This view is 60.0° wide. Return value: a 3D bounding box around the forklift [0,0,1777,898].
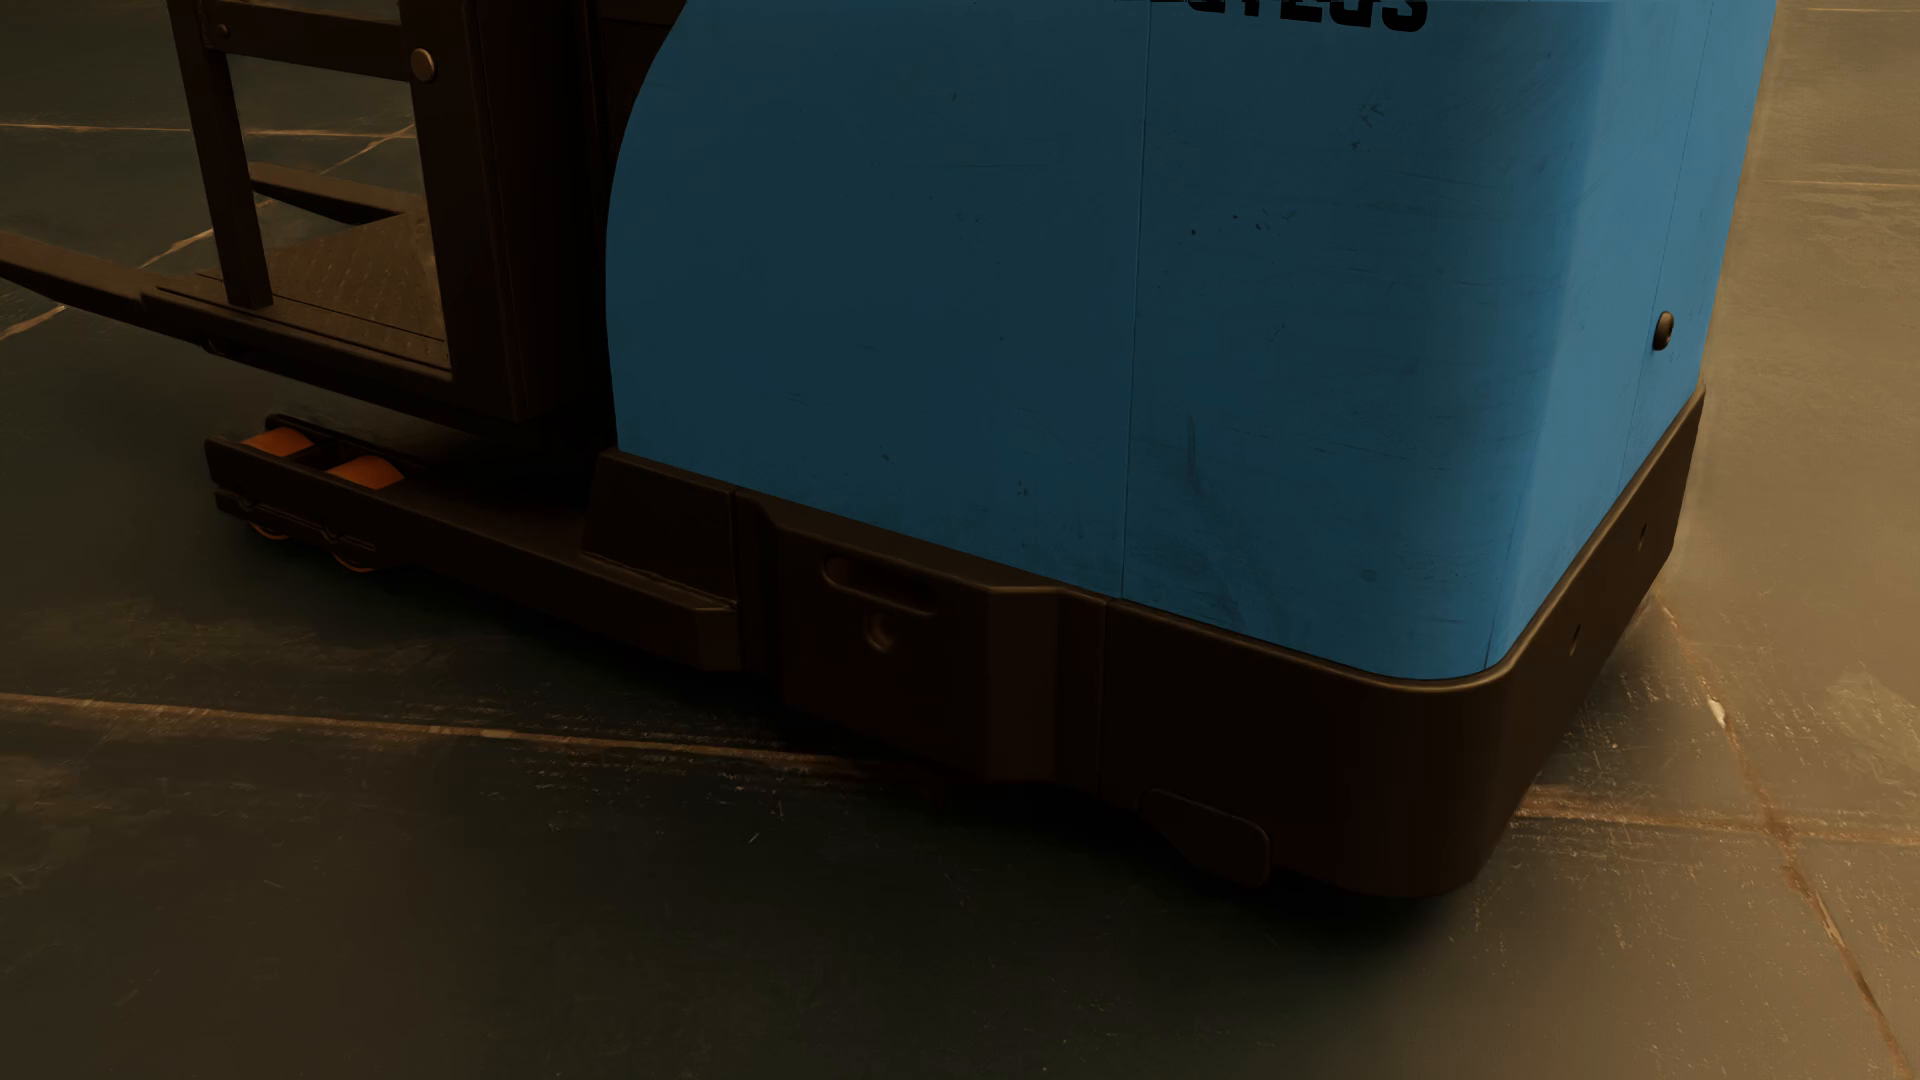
[{"bbox_3d":[-0.514,-1.443,2.110,3.031,2.935,1.130,16,31,29],"label":"forklift"}]
